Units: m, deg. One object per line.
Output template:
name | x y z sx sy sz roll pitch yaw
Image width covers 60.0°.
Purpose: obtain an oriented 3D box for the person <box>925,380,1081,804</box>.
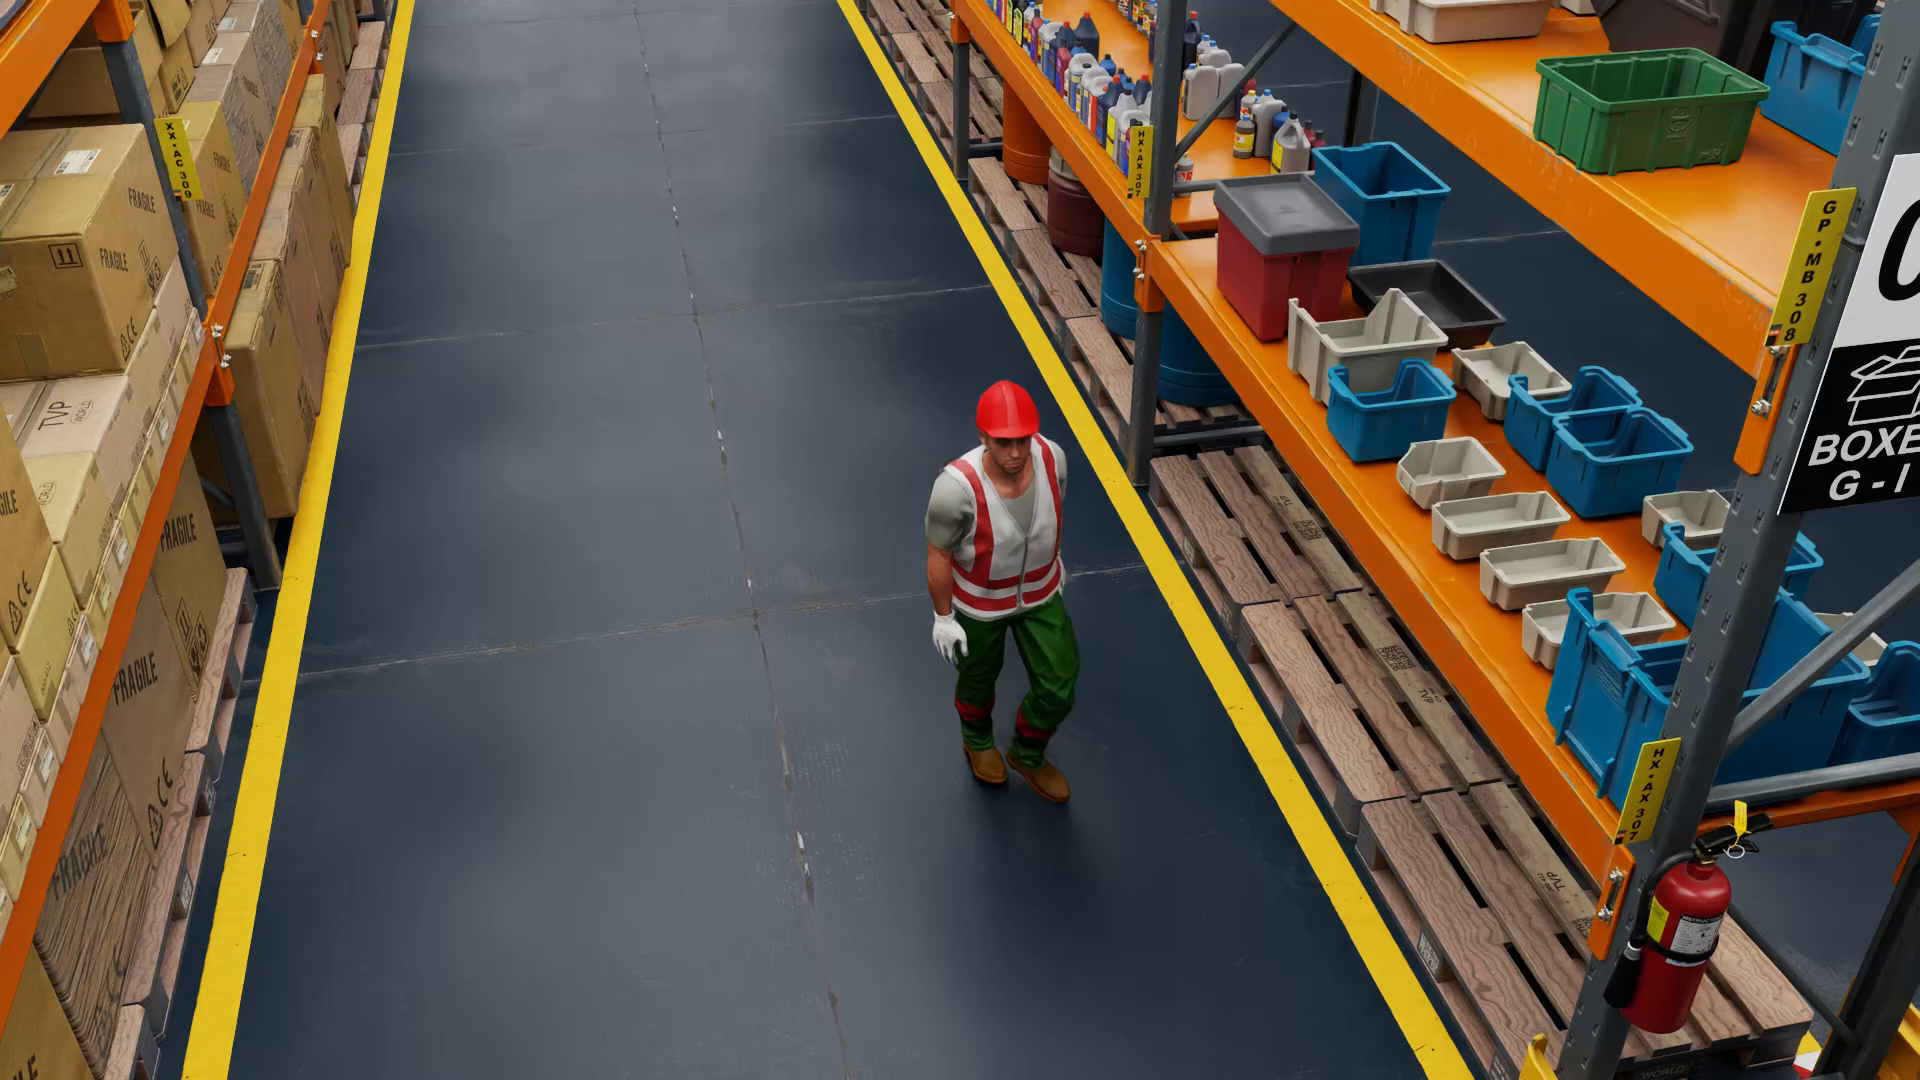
person | 0.144 0.196 5.814 0.579 1.784 0.534 -12 36 -17
